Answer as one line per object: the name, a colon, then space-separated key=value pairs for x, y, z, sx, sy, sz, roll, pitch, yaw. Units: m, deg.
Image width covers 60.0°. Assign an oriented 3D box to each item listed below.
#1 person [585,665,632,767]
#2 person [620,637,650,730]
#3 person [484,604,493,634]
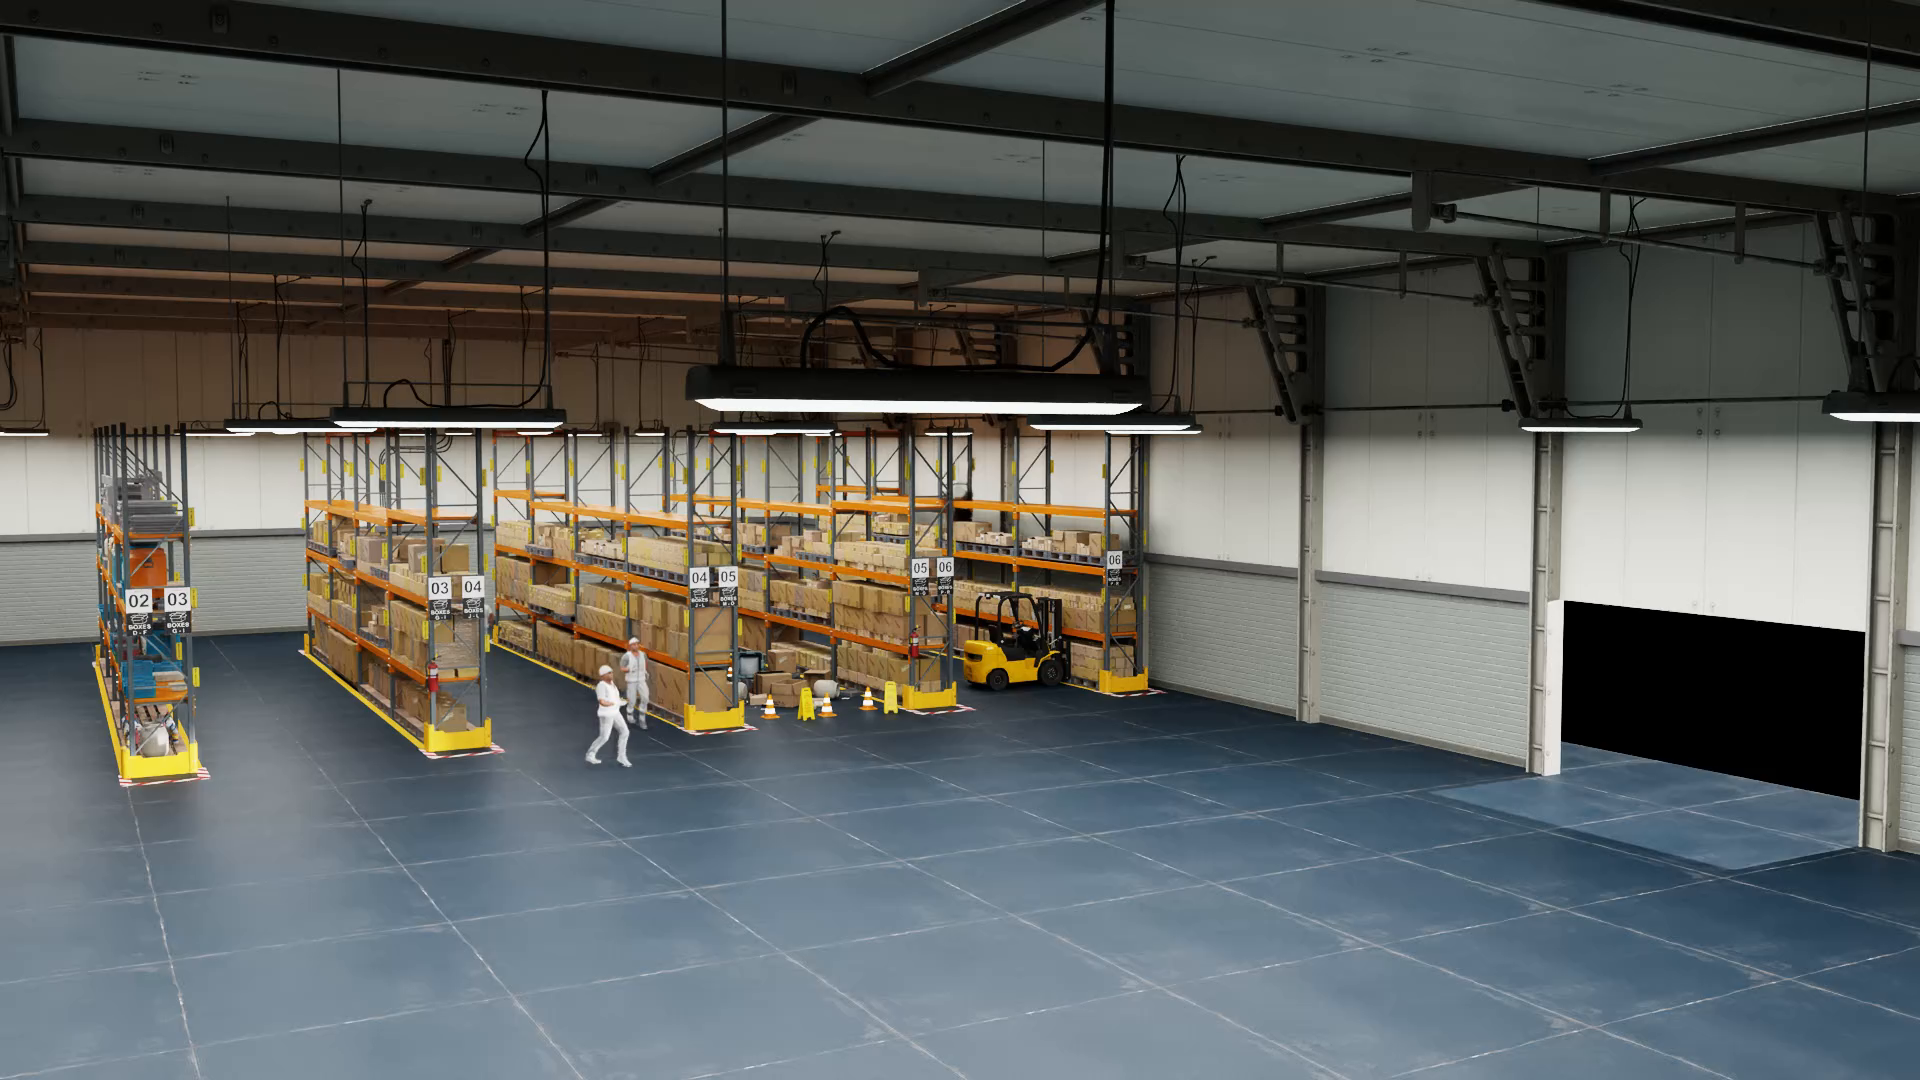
person: x=-6.153 y=3.085 z=29.089 sx=0.810 sy=1.815 sz=0.686 roll=1 pitch=4 yaw=12
person: x=-6.419 y=2.842 z=32.924 sx=0.630 sy=1.836 sz=0.764 roll=-2 pitch=4 yaw=-29
person: x=-12.327 y=2.263 z=42.708 sx=0.702 sy=1.725 sz=0.617 roll=-1 pitch=4 yaw=-21
